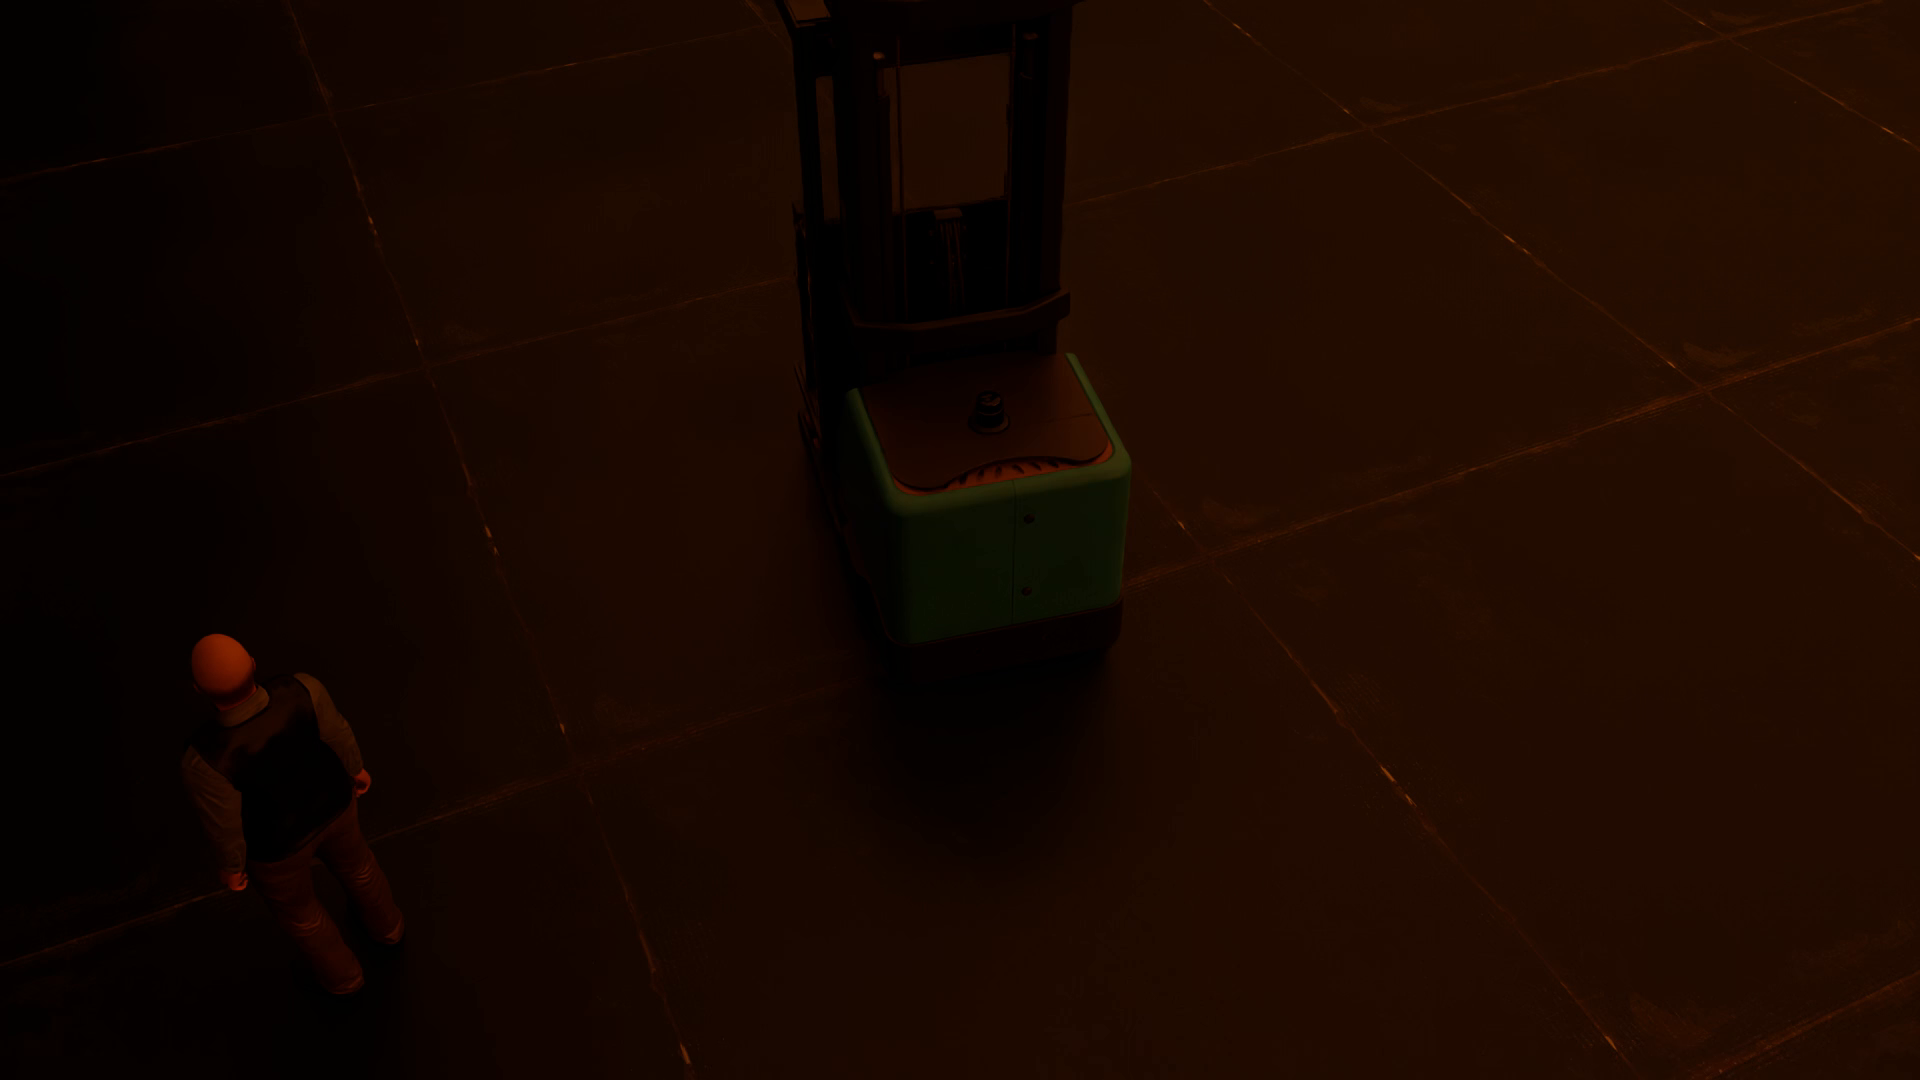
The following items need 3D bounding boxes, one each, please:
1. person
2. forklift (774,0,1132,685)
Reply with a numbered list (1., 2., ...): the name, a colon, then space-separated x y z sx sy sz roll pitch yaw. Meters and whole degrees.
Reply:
1. person: -2.253 0.923 5.579 0.387 1.725 0.580 25 49 25
2. forklift: -0.178 -1.476 7.261 1.130 2.935 3.031 -11 44 -11
